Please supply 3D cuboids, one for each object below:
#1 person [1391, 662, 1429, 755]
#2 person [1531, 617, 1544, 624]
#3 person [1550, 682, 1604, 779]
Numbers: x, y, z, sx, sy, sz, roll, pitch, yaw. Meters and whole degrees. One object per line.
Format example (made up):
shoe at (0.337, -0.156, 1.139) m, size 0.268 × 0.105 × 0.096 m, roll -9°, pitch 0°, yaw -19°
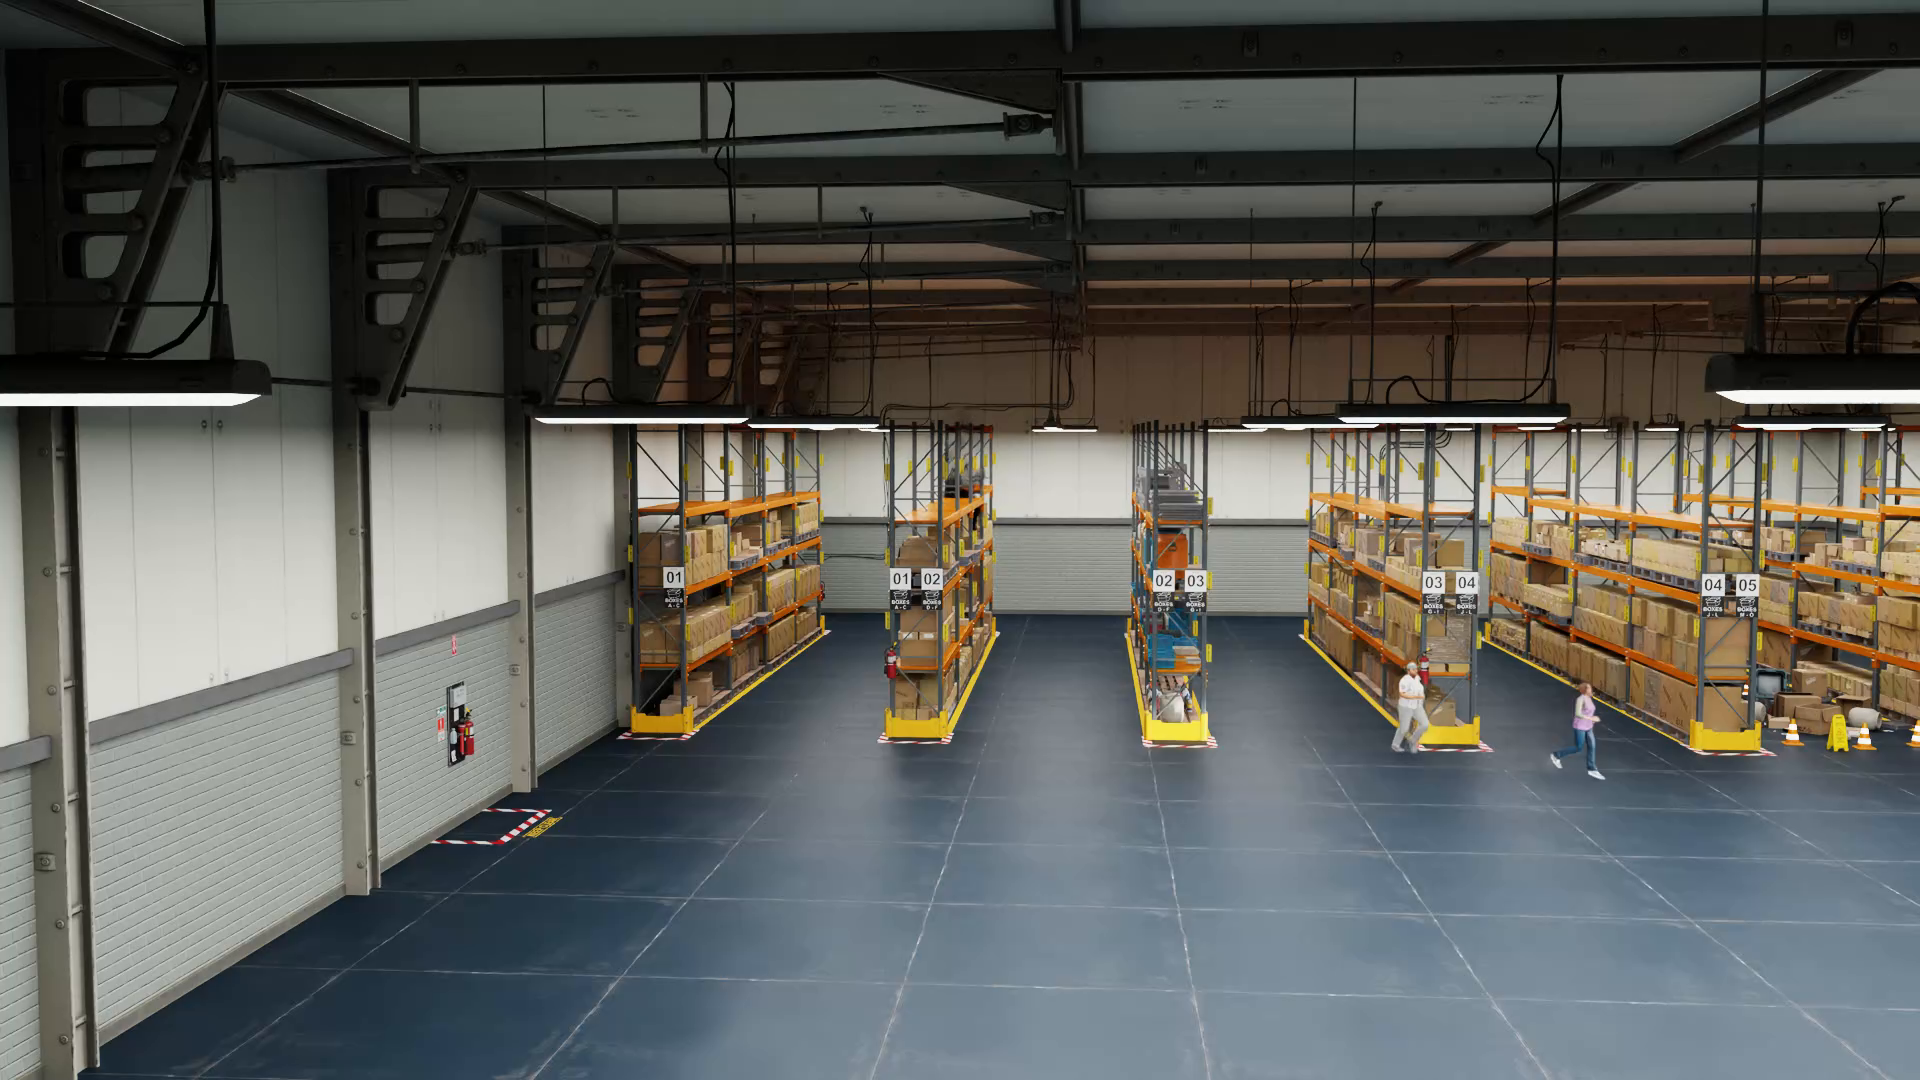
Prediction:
person at (8.088, 3.013, 29.763) m, size 0.599 × 1.665 × 0.703 m, roll -2°, pitch 4°, yaw -27°
person at (16.305, 1.876, 46.978) m, size 0.701 × 1.715 × 0.632 m, roll -2°, pitch 4°, yaw -32°
person at (10.394, 3.167, 27.898) m, size 0.860 × 1.599 × 0.550 m, roll 3°, pitch 5°, yaw 41°
